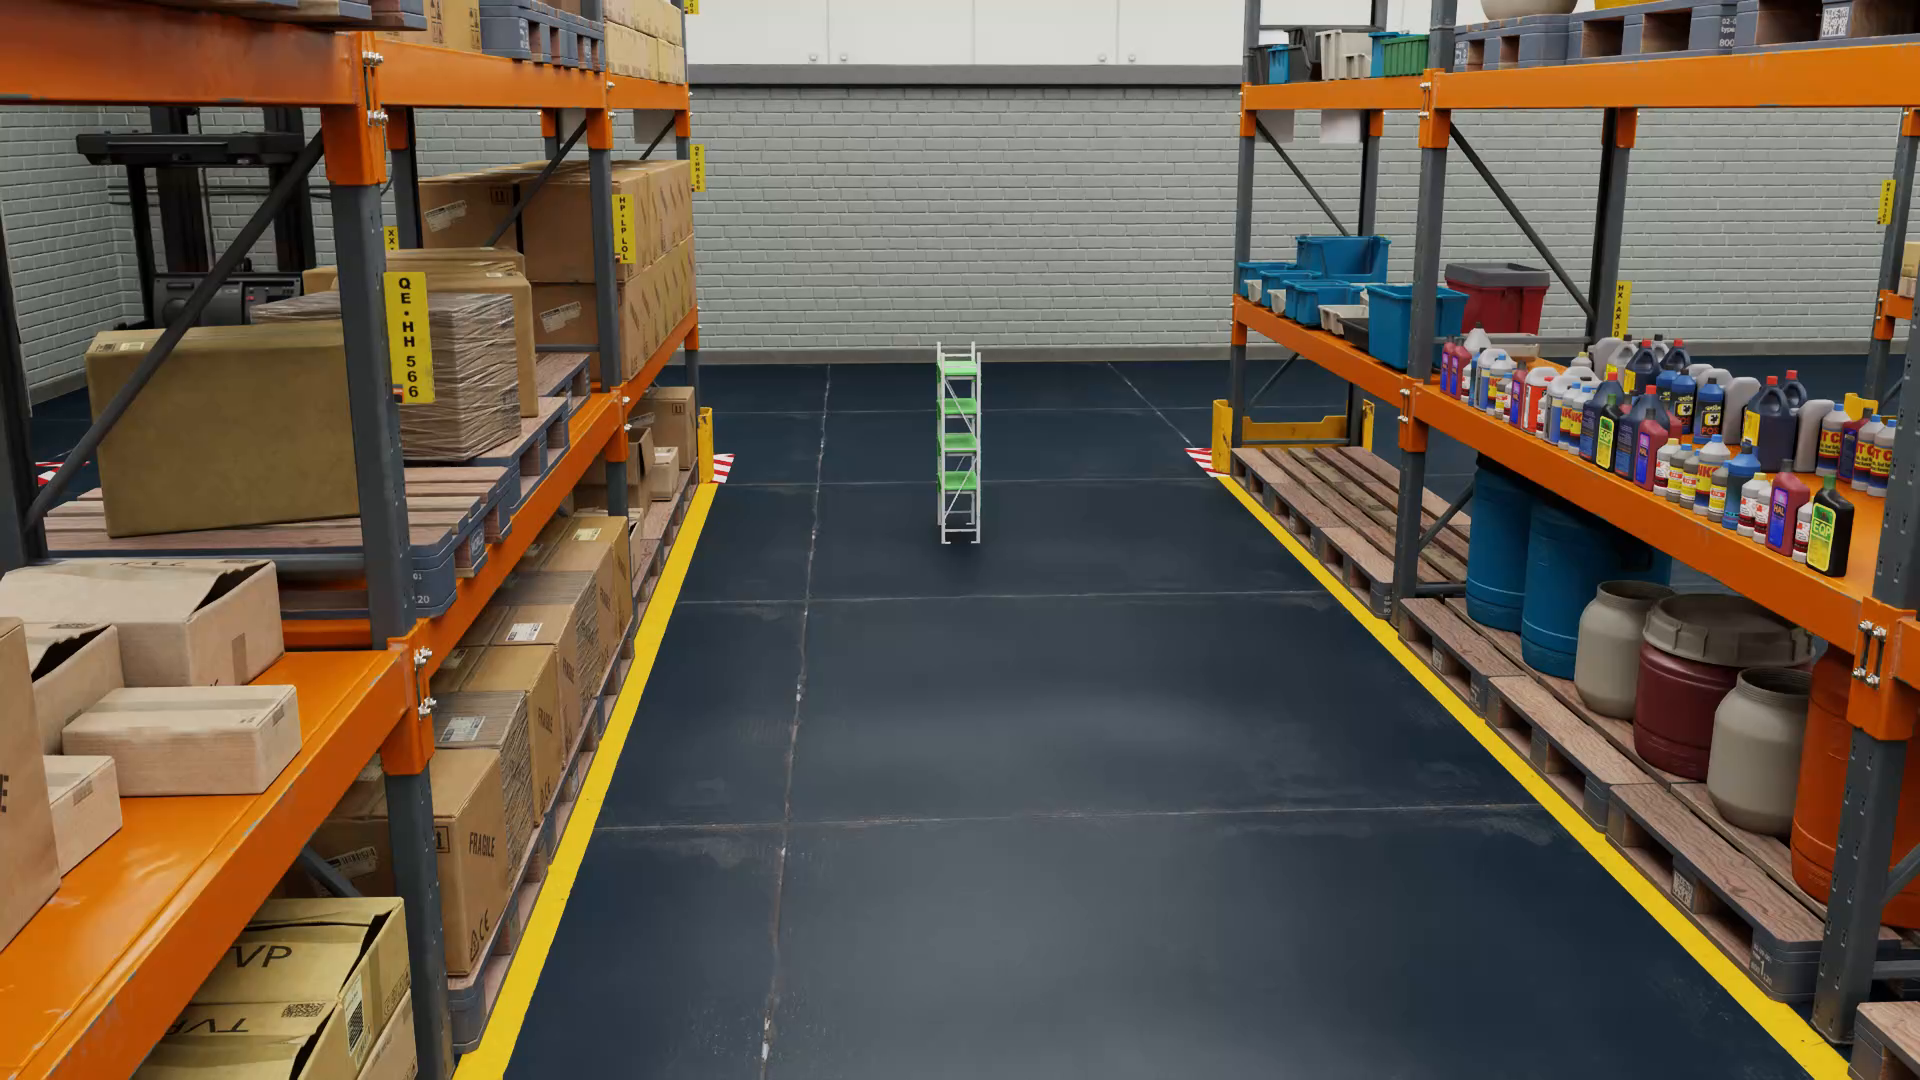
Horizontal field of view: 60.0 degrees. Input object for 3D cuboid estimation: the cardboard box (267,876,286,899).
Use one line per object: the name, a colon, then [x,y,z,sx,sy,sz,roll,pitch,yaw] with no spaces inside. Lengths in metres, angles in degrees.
cardboard box: [-2.213,0.838,5.383,0.500,0.500,0.500,0,14,-1]

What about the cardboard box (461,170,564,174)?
cardboard box: [-2.524,-1.832,9.421,0.500,0.500,0.500,-1,14,-3]

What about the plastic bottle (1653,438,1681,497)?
plastic bottle: [2.527,-0.260,5.915,0.097,0.201,0.097,0,14,0]

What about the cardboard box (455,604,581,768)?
cardboard box: [-1.765,0.565,6.445,0.500,0.500,0.500,-1,14,-5]

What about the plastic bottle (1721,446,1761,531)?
plastic bottle: [2.557,-0.173,5.435,0.097,0.271,0.097,0,14,0]

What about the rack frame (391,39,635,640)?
rack frame: [-2.169,-0.925,8.103,1.000,3.000,0.127,-1,14,-3]

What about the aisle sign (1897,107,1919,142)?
aisle sign: [7.167,-3.344,12.288,0.394,0.787,0.004,-1,14,-3]

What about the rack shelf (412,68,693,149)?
rack shelf: [-2.292,-2.527,9.752,1.077,0.370,4.000,-1,14,-3]

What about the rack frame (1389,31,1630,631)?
rack frame: [2.776,-1.001,8.397,1.000,3.000,0.127,-1,14,-3]

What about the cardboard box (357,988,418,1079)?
cardboard box: [-1.645,1.325,4.033,0.500,0.250,0.500,-1,14,-2]

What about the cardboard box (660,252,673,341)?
cardboard box: [-2.025,-1.483,10.069,0.500,0.500,0.500,-1,14,-4]

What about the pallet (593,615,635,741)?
pallet: [-2.080,0.627,7.666,1.003,0.211,1.213,-1,14,-3]

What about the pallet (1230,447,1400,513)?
pallet: [2.540,-0.440,11.811,1.003,0.211,1.213,-1,14,-3]

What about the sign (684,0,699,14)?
sign: [-1.861,-3.805,11.499,0.100,0.325,0.005,-1,14,-3]

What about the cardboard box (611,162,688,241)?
cardboard box: [-2.082,-2.221,10.930,0.500,0.500,0.500,0,14,-2]

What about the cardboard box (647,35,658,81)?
cardboard box: [-2.042,-2.803,9.683,0.500,0.250,0.500,-1,14,-3]

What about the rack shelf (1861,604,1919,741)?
rack shelf: [3.147,0.840,2.687,1.077,0.370,4.000,-1,14,-3]

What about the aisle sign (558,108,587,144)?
aisle sign: [-2.714,-3.192,11.694,0.394,0.787,0.004,-1,14,-3]

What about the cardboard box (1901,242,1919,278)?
cardboard box: [7.231,-2.020,12.062,0.500,0.250,0.500,-1,14,-5]

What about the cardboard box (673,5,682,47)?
cardboard box: [-2.130,-3.418,11.071,0.500,0.250,0.500,-1,14,-3]

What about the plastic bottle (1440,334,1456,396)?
plastic bottle: [2.373,-0.847,8.031,0.061,0.283,0.133,-1,14,-3]

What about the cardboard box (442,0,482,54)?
cardboard box: [-2.045,-1.796,5.266,0.910,0.500,0.500,-1,14,-3]

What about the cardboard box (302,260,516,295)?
cardboard box: [-2.256,-0.886,6.906,0.700,0.500,0.500,1,14,5]

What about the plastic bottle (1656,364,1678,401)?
plastic bottle: [3.053,-0.623,7.185,0.097,0.271,0.097,0,14,0]

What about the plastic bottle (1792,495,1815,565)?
plastic bottle: [2.584,-0.033,5.033,0.097,0.201,0.097,0,14,0]

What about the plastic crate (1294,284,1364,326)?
plastic crate: [2.315,-1.475,10.455,0.416,0.233,0.300,-1,14,-3]

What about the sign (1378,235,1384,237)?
sign: [3.076,-2.087,12.291,0.100,0.325,0.005,-1,14,-3]

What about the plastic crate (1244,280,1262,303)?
plastic crate: [2.152,-1.749,11.715,0.250,0.136,0.298,-1,14,-3]

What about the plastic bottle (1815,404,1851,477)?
plastic bottle: [3.268,-0.373,6.214,0.097,0.271,0.097,0,14,0]

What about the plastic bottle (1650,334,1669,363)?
plastic bottle: [3.159,-0.753,7.534,0.144,0.351,0.185,-1,14,-3]

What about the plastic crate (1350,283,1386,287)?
plastic crate: [2.759,-1.697,11.511,0.396,0.136,0.243,-1,14,-3]

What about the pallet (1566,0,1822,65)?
pallet: [2.995,-1.887,6.198,1.003,0.211,1.213,-1,14,-3]

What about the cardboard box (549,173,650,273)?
cardboard box: [-1.949,-1.708,8.937,0.500,0.500,0.500,-1,14,-5]

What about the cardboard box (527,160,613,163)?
cardboard box: [-2.652,-2.338,11.388,0.500,0.500,0.500,0,14,-2]

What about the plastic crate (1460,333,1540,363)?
plastic crate: [2.889,-1.020,8.880,0.396,0.136,0.243,-1,14,-3]

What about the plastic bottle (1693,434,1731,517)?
plastic bottle: [2.545,-0.221,5.624,0.097,0.271,0.097,0,14,0]

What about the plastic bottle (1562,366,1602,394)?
plastic bottle: [2.633,-0.592,7.056,0.152,0.276,0.135,-1,14,-3]

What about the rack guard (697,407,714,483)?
rack guard: [-2.412,-0.691,12.207,1.175,0.500,0.348,-1,14,-3]

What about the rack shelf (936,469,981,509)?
rack shelf: [-0.010,-0.328,10.613,0.258,0.148,0.480,-1,14,-3]

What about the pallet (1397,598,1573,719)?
pallet: [2.782,0.542,7.996,1.003,0.211,1.213,-1,14,-3]

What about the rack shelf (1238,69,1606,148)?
rack shelf: [2.652,-2.603,10.046,1.077,0.370,4.000,-1,14,-3]

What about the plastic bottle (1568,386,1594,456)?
plastic bottle: [2.482,-0.476,6.615,0.097,0.271,0.097,0,14,0]

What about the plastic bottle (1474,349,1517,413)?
plastic bottle: [2.447,-0.729,7.588,0.152,0.276,0.135,-1,14,-3]

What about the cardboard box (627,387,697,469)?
cardboard box: [-2.137,-0.791,11.715,0.500,0.500,0.500,-1,14,-3]

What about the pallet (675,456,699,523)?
pallet: [-2.361,-0.352,11.473,1.003,0.211,1.213,-1,14,-3]

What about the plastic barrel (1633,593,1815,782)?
plastic barrel: [2.906,0.556,6.342,0.600,0.588,0.708,-1,14,-3]

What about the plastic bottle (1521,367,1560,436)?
plastic bottle: [2.481,-0.590,7.047,0.152,0.276,0.135,-1,14,-3]

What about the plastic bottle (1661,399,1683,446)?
plastic bottle: [2.634,-0.376,6.202,0.061,0.283,0.133,-1,14,-3]

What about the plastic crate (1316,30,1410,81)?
plastic crate: [2.357,-2.835,9.743,0.437,0.282,0.530,-1,14,-3]

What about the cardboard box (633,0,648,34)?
cardboard box: [-2.003,-2.921,9.138,0.500,0.250,0.500,-1,14,-3]

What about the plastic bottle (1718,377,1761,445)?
plastic bottle: [3.199,-0.540,6.856,0.152,0.276,0.135,-1,14,-3]

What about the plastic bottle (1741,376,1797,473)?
plastic bottle: [3.084,-0.444,6.330,0.144,0.351,0.185,-1,14,-3]

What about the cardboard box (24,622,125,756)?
cardboard box: [-2.059,0.338,3.372,0.500,0.311,0.500,-1,14,-4]

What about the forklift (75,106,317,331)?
forklift: [-4.702,-1.509,10.508,1.130,2.935,3.031,-1,14,-3]

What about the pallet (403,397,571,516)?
pallet: [-2.046,-0.321,6.140,1.003,0.211,1.213,-1,14,-3]

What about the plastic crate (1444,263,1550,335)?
plastic crate: [2.971,-1.287,9.259,0.402,0.464,0.583,-1,14,-3]

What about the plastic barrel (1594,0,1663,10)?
plastic barrel: [3.035,-2.524,7.077,0.600,0.588,0.600,0,14,0]

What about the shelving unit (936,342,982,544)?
shelving unit: [-0.010,-0.622,10.537,0.258,1.200,0.503,-1,14,-3]

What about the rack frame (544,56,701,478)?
rack frame: [-2.416,-1.920,11.969,1.000,3.000,0.127,-1,14,-3]
